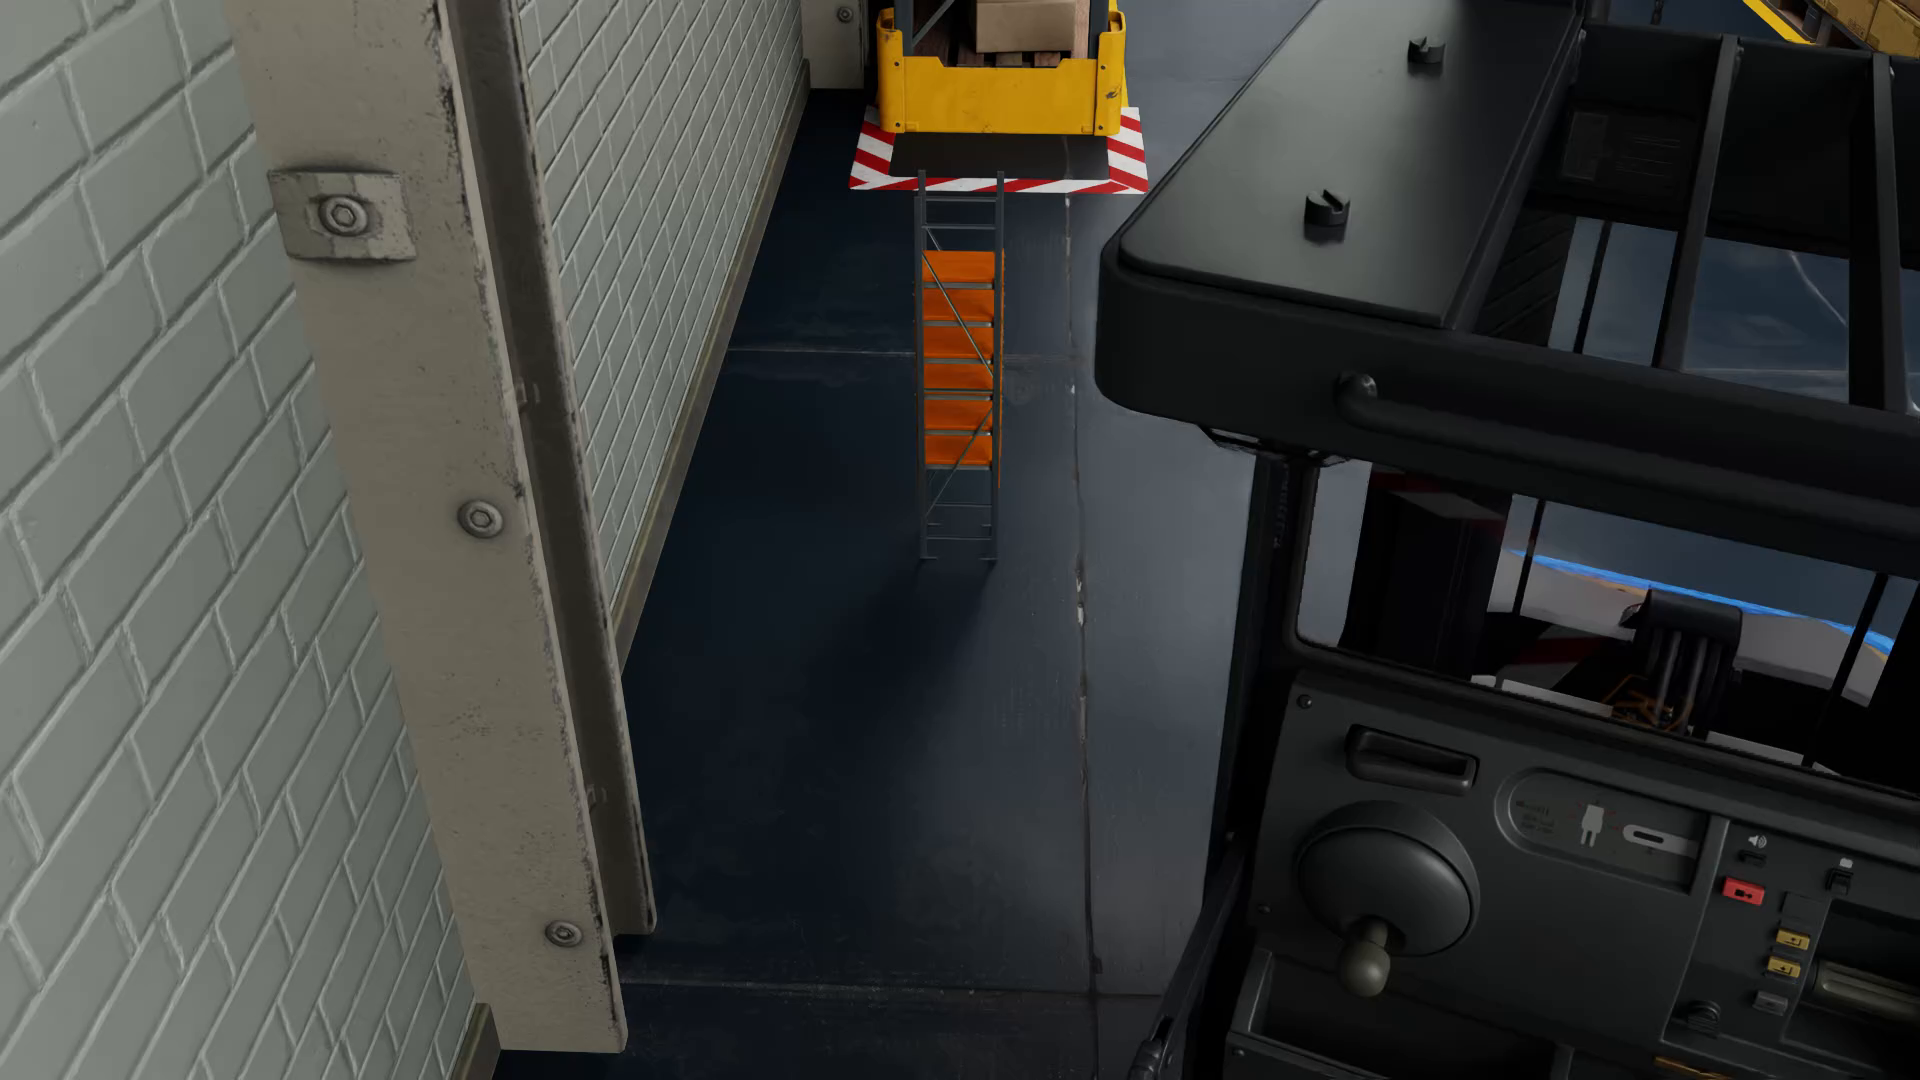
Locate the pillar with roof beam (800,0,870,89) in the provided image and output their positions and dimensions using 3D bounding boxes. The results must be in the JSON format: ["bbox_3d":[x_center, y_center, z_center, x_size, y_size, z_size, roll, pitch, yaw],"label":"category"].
[{"bbox_3d":[3.658,-6.022,5.992,9.100,9.000,0.400,1,35,2],"label":"pillar with roof beam"}]

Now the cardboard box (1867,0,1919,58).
[{"bbox_3d":[4.869,-2.494,8.216,0.500,0.250,0.500,1,35,2],"label":"cardboard box"}]

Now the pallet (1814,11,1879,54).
[{"bbox_3d":[5.131,-2.432,8.527,1.003,0.211,1.213,1,35,2],"label":"pallet"}]

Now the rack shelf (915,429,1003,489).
[{"bbox_3d":[-0.001,-0.250,5.057,0.258,0.103,0.180,1,35,2],"label":"rack shelf"}]

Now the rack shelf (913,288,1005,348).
[{"bbox_3d":[-0.001,-0.643,4.781,0.258,0.103,0.180,1,35,2],"label":"rack shelf"}]

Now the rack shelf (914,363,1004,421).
[{"bbox_3d":[-0.001,-0.446,4.919,0.258,0.103,0.180,1,35,2],"label":"rack shelf"}]

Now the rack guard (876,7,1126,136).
[{"bbox_3d":[0.195,-2.266,8.039,1.175,0.500,0.348,1,35,2],"label":"rack guard"}]

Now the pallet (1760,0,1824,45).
[{"bbox_3d":[5.183,-3.131,9.521,1.003,0.211,1.213,1,35,2],"label":"pallet"}]

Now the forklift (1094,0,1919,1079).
[{"bbox_3d":[0.769,0.528,1.949,1.130,2.935,3.031,14,38,19],"label":"forklift"}]

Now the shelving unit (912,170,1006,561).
[{"bbox_3d":[-0.001,-0.483,4.893,0.258,1.200,0.189,1,35,2],"label":"shelving unit"}]

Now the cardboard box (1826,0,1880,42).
[{"bbox_3d":[4.877,-2.782,8.625,0.500,0.250,0.500,1,35,2],"label":"cardboard box"}]

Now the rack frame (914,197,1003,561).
[{"bbox_3d":[-0.004,-0.430,4.818,0.240,1.200,0.006,1,35,2],"label":"rack frame"}]

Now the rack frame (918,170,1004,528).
[{"bbox_3d":[0.003,-0.535,4.968,0.240,1.200,0.006,1,35,2],"label":"rack frame"}]

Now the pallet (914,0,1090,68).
[{"bbox_3d":[0.263,-2.613,8.785,1.003,0.211,1.213,1,35,2],"label":"pallet"}]

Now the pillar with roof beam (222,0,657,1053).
[{"bbox_3d":[3.417,-2.575,1.087,9.100,9.000,0.400,1,35,2],"label":"pillar with roof beam"}]

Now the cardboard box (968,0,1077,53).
[{"bbox_3d":[0.310,-2.720,8.467,0.500,0.311,0.500,-2,35,-3],"label":"cardboard box"}]

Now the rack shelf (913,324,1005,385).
[{"bbox_3d":[-0.001,-0.544,4.850,0.258,0.103,0.180,1,35,2],"label":"rack shelf"}]

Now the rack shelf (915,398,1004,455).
[{"bbox_3d":[-0.001,-0.348,4.988,0.258,0.103,0.180,1,35,2],"label":"rack shelf"}]

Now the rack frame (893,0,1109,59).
[{"bbox_3d":[0.192,-3.245,7.258,1.000,3.000,0.127,1,35,2],"label":"rack frame"}]

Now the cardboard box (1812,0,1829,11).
[{"bbox_3d":[4.895,-3.069,9.034,0.500,0.250,0.500,1,35,2],"label":"cardboard box"}]

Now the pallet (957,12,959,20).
[{"bbox_3d":[0.315,-3.312,9.780,1.003,0.211,1.213,1,35,2],"label":"pallet"}]

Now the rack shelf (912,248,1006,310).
[{"bbox_3d":[-0.001,-0.741,4.712,0.258,0.103,0.180,1,35,2],"label":"rack shelf"}]
